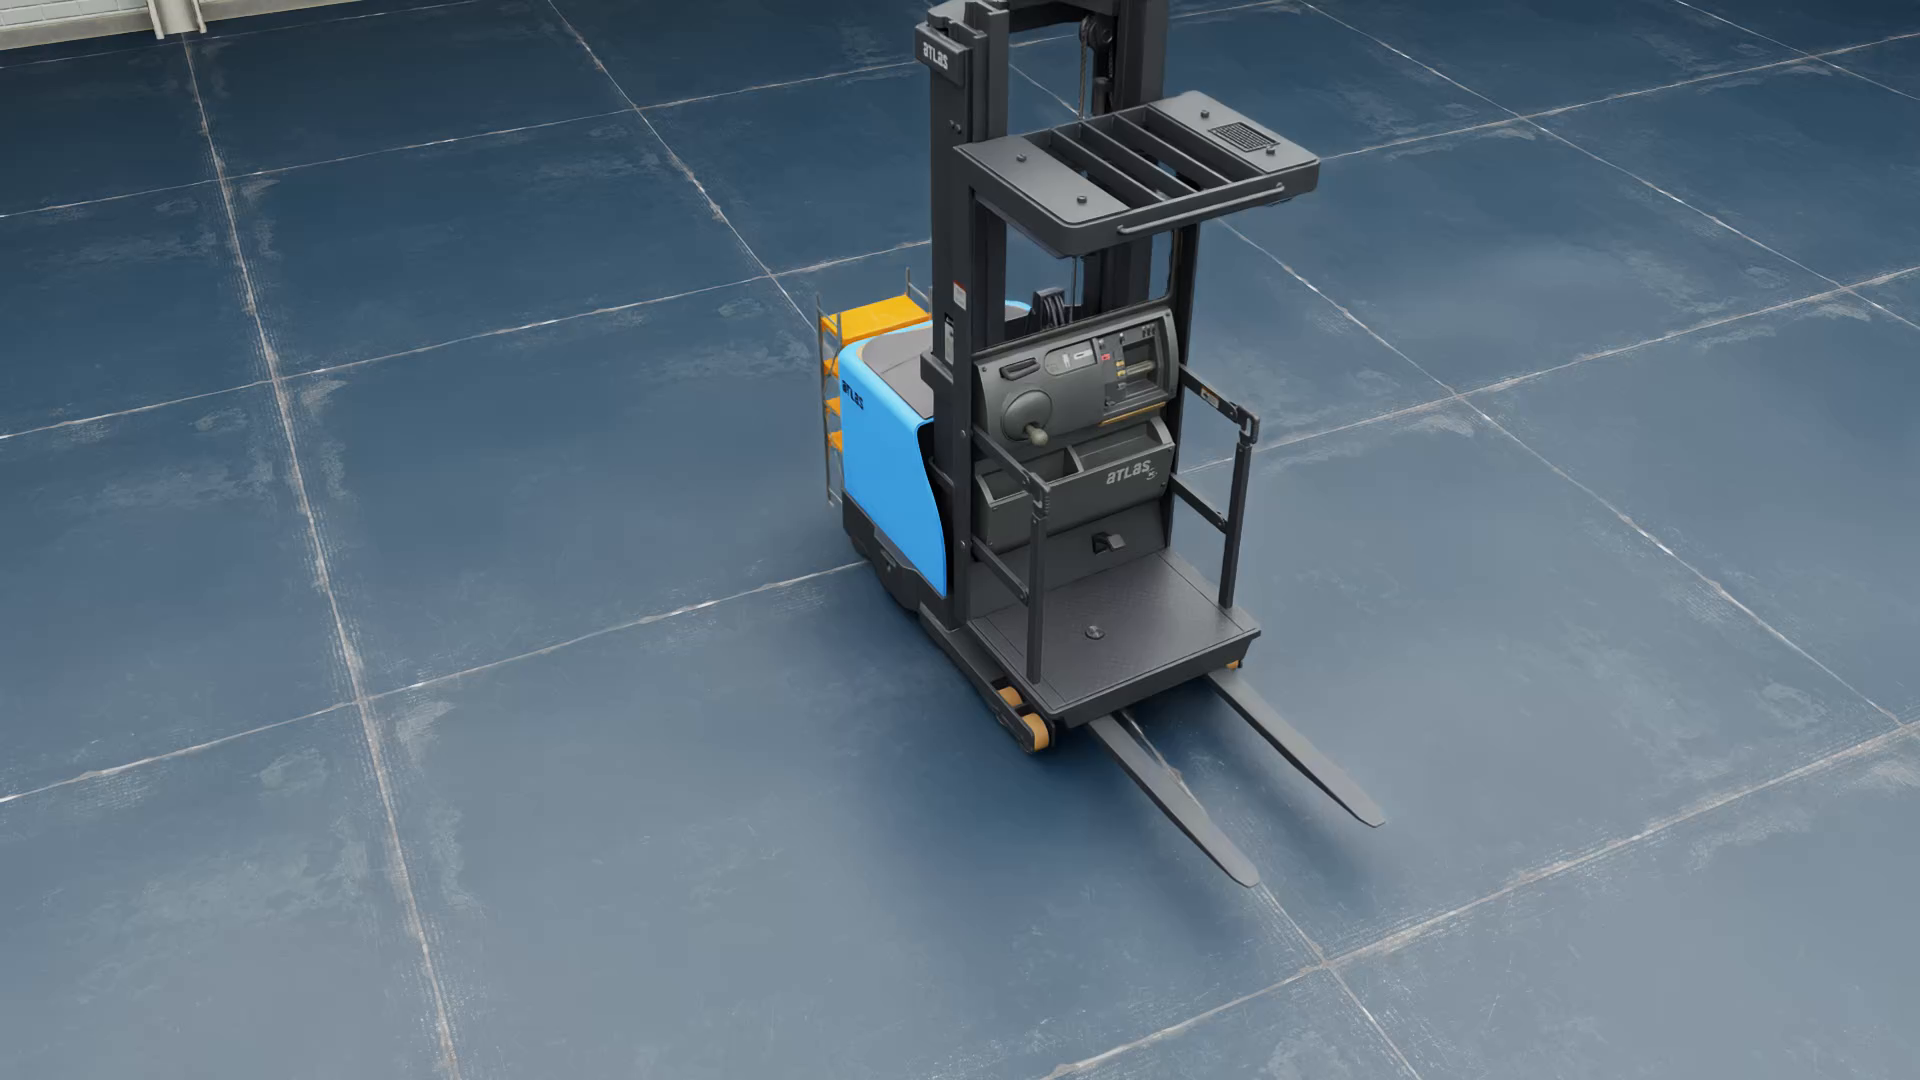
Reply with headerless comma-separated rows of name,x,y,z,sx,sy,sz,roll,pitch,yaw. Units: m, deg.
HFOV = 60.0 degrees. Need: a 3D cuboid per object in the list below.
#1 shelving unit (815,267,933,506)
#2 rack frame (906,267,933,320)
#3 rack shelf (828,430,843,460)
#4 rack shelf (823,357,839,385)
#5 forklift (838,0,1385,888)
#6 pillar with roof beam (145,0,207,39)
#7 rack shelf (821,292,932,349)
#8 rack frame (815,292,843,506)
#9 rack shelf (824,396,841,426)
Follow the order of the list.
shelving unit,-0.404,-0.695,8.180,0.503,1.200,0.258,-19,41,-24
rack frame,-0.194,-0.769,8.279,0.015,1.200,0.240,-19,41,-24
rack shelf,-0.404,-0.481,8.338,0.480,0.148,0.258,-19,41,-24
rack shelf,-0.404,-0.821,8.087,0.480,0.148,0.258,-19,41,-24
forklift,0.596,-0.593,6.589,1.130,2.935,3.031,-19,41,-24
pillar with roof beam,-4.764,-5.609,8.258,0.400,9.000,9.100,-16,39,-20
rack shelf,-0.404,-1.011,7.946,0.480,0.148,0.258,-19,41,-24
rack frame,-0.614,-0.621,8.080,0.015,1.200,0.240,-19,41,-24
rack shelf,-0.404,-0.641,8.220,0.480,0.148,0.258,-19,41,-24
